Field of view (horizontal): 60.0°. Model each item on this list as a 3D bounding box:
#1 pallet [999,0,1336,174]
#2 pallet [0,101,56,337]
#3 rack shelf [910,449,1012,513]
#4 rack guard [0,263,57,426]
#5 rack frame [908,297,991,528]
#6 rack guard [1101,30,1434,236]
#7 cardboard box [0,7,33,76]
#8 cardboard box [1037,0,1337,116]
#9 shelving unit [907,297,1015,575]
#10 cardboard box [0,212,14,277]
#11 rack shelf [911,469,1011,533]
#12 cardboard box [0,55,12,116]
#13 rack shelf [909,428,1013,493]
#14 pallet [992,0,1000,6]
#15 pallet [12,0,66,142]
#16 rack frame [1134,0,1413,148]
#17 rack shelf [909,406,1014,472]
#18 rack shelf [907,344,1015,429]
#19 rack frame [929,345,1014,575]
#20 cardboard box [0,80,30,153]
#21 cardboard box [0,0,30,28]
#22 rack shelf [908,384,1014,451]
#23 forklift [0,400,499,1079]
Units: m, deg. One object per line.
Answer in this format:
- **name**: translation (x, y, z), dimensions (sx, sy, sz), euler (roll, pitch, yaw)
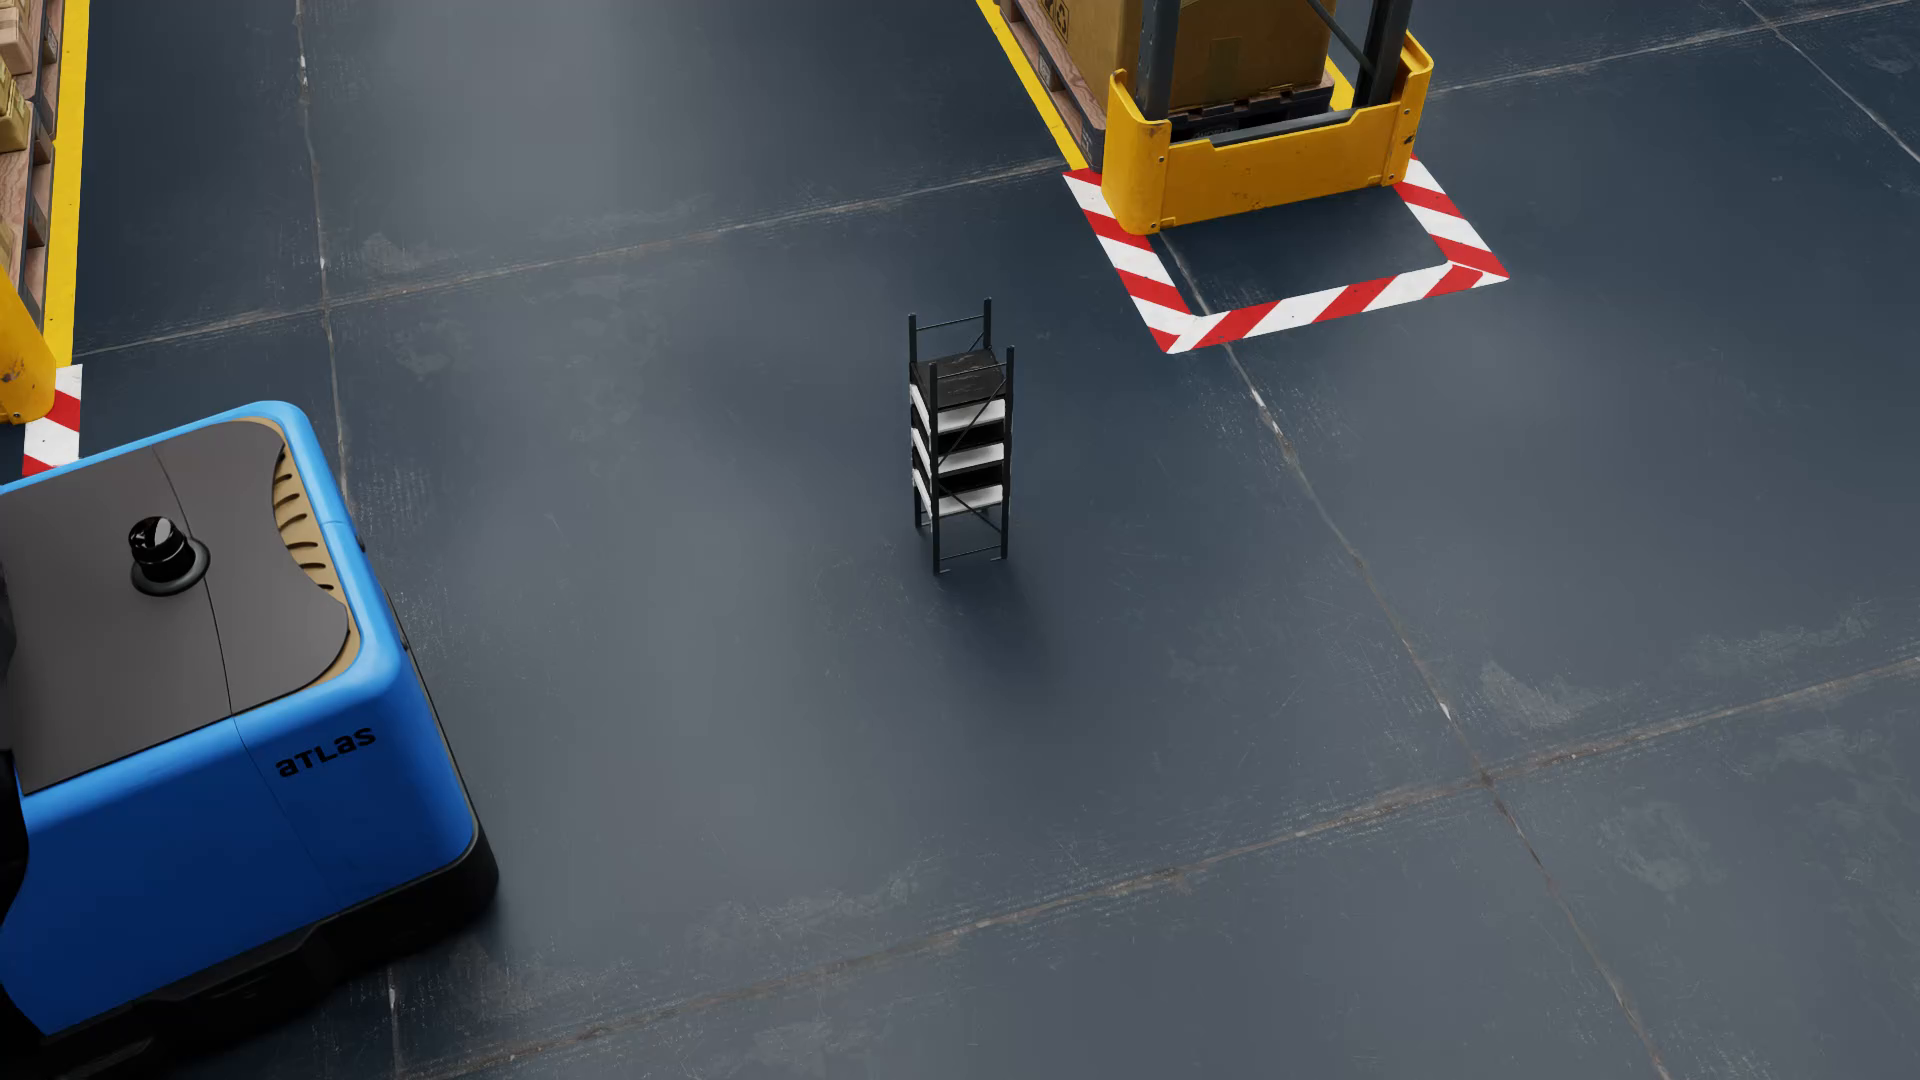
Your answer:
- **pallet**: translation (0.816, -2.032, 6.825), dimensions (1.003, 0.211, 1.213), euler (-13, 51, -11)
- **pallet**: translation (-3.870, -1.075, 6.019), dimensions (1.003, 0.211, 1.213), euler (-13, 51, -11)
- **rack shelf**: translation (0.002, -0.205, 4.995), dimensions (0.258, 0.077, 0.200), euler (-13, 51, -11)
- **rack guard**: translation (-3.664, -0.567, 5.401), dimensions (1.175, 0.500, 0.348), euler (-13, 51, -11)
- **rack frame**: translation (-0.028, -0.358, 4.964), dimensions (0.240, 0.900, 0.006), euler (-13, 51, -11)
- **rack guard**: translation (1.134, -1.542, 6.223), dimensions (1.175, 0.500, 0.348), euler (-13, 51, -11)
- **cardboard box**: translation (-3.854, -1.919, 6.496), dimensions (0.380, 0.149, 0.250), euler (-16, 52, -13)
- **cardboard box**: translation (0.861, -2.265, 6.312), dimensions (0.875, 0.875, 0.875), euler (-13, 51, -11)
- **shelving unit**: translation (0.002, -0.284, 4.901), dimensions (0.258, 0.900, 0.210), euler (-13, 51, -11)
- **cardboard box**: translation (-3.490, -0.989, 5.712), dimensions (0.380, 0.149, 0.250), euler (-12, 51, -10)
- **rack shelf**: translation (0.002, -0.147, 5.064), dimensions (0.258, 0.077, 0.200), euler (-13, 51, -11)
- **cardboard box**: translation (-3.707, -1.654, 6.078), dimensions (0.380, 0.149, 0.250), euler (-12, 51, -10)
- **rack shelf**: translation (0.002, -0.263, 4.926), dimensions (0.258, 0.077, 0.200), euler (-13, 51, -11)
- **pallet**: translation (0.458, -2.922, 7.575), dimensions (1.003, 0.211, 1.213), euler (-13, 51, -11)
- **pallet**: translation (-4.227, -1.965, 6.768), dimensions (1.003, 0.211, 1.213), euler (-13, 51, -11)
- **rack frame**: translation (1.127, -2.365, 5.282), dimensions (1.000, 3.000, 0.127), euler (-13, 51, -11)
- **rack shelf**: translation (0.002, -0.321, 4.858), dimensions (0.258, 0.077, 0.200), euler (-13, 51, -11)
- **rack shelf**: translation (0.002, -0.437, 4.720), dimensions (0.258, 0.077, 0.200), euler (-13, 51, -11)
- **rack frame**: translation (0.032, -0.210, 4.838), dimensions (0.240, 0.900, 0.006), euler (-13, 51, -11)
- **cardboard box**: translation (-3.697, -1.553, 6.187), dimensions (0.380, 0.149, 0.250), euler (-13, 51, -11)
- **cardboard box**: translation (-3.961, -2.116, 6.662), dimensions (0.380, 0.149, 0.250), euler (-13, 51, -11)
- **rack shelf**: translation (0.002, -0.379, 4.789), dimensions (0.258, 0.077, 0.200), euler (-13, 51, -11)
- **forklift**: translation (-2.766, 0.230, 3.139), dimensions (3.031, 2.935, 1.130), euler (-22, 53, -18)
